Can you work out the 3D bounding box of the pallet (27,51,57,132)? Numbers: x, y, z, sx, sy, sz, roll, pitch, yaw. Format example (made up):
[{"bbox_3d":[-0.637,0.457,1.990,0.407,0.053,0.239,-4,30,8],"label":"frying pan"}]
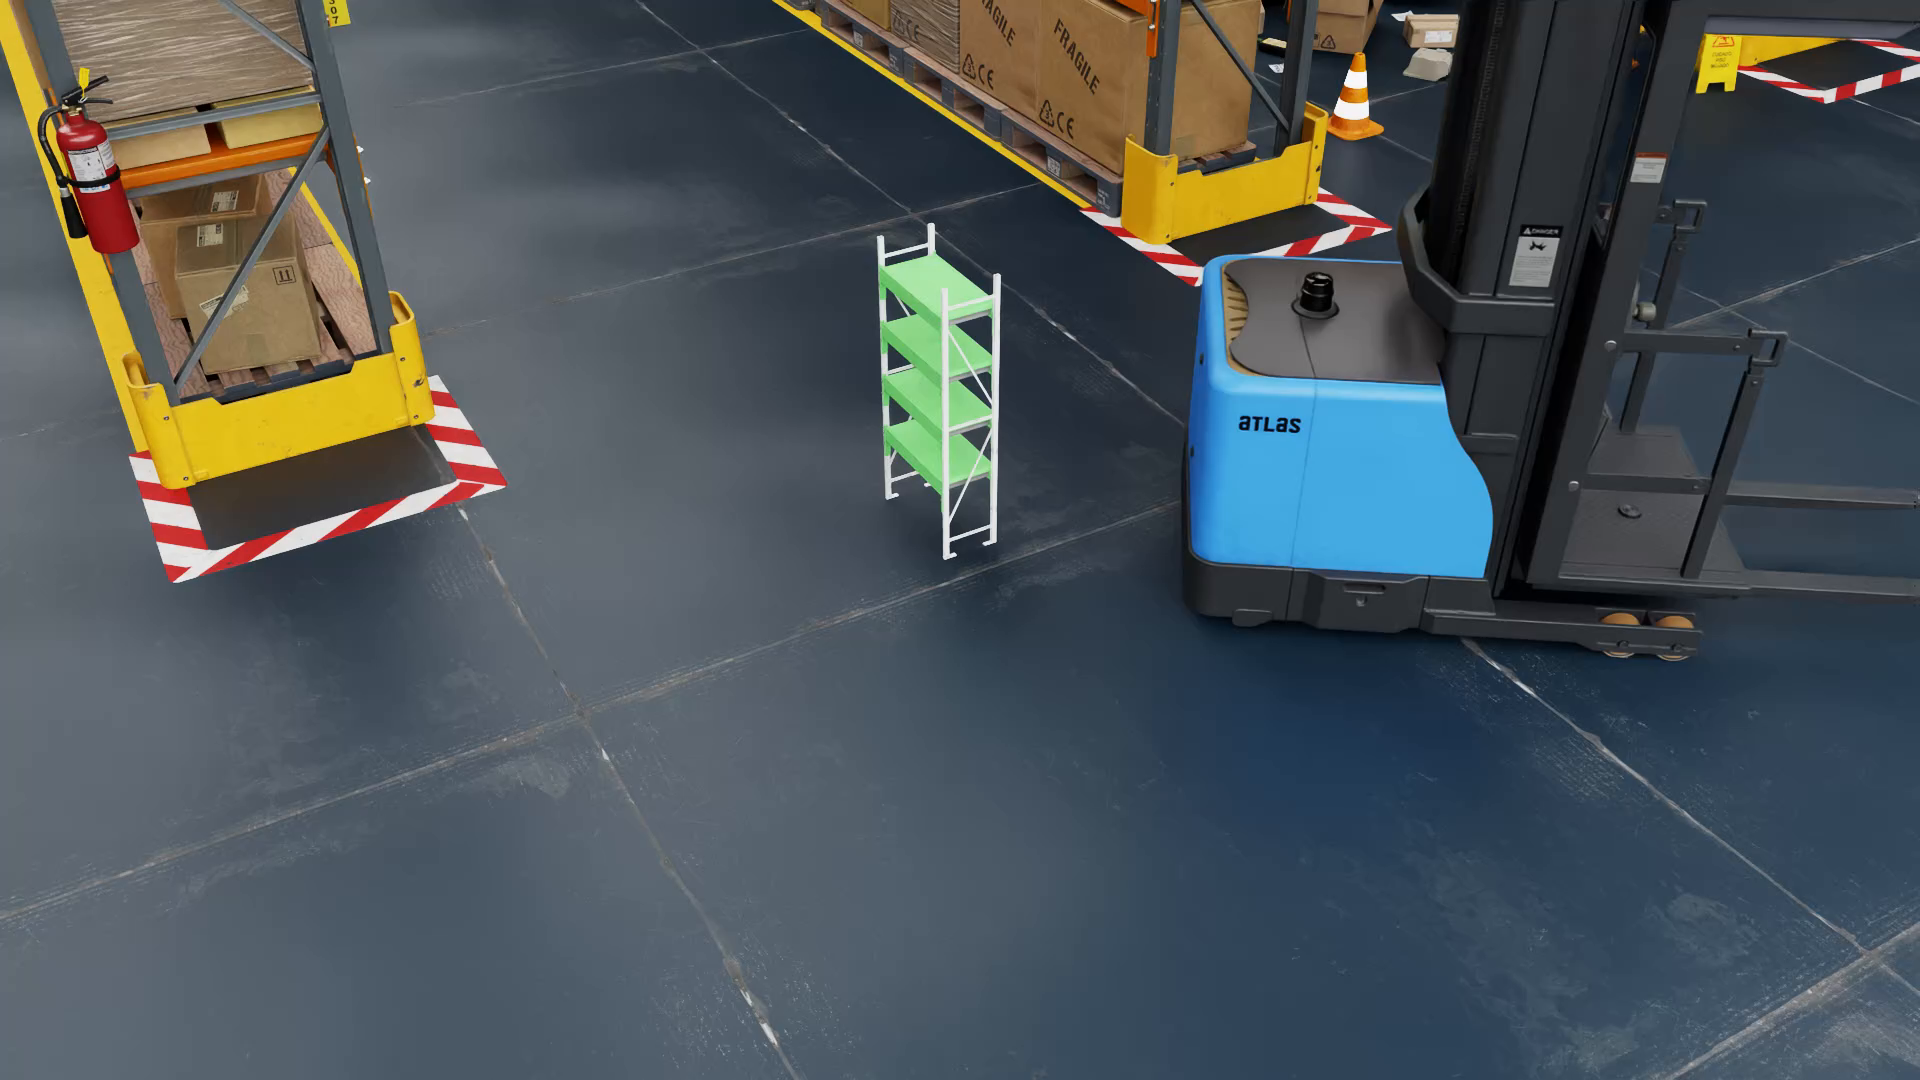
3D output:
[{"bbox_3d":[-5.306,-2.944,10.602,1.003,0.211,1.213,-19,40,-24],"label":"pallet"}]

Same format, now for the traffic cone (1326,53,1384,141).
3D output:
[{"bbox_3d":[2.396,-2.719,10.080,0.336,0.463,0.334,-19,40,-24],"label":"traffic cone"}]

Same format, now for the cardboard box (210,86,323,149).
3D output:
[{"bbox_3d":[-2.841,-1.748,6.813,0.380,0.149,0.250,-19,40,-24],"label":"cardboard box"}]

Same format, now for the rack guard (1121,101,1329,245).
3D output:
[{"bbox_3d":[1.448,-2.030,9.106,1.175,0.500,0.348,-19,40,-24],"label":"rack guard"}]

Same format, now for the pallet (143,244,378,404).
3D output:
[{"bbox_3d":[-3.320,-0.971,7.901,1.003,0.211,1.213,-19,40,-24],"label":"pallet"}]

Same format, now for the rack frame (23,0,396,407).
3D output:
[{"bbox_3d":[-2.904,-1.634,6.443,1.000,3.000,0.127,-19,40,-24],"label":"rack frame"}]

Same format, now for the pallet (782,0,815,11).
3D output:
[{"bbox_3d":[-1.027,-4.337,12.509,1.003,0.211,1.213,-19,40,-24],"label":"pallet"}]

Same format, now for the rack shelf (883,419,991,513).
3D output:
[{"bbox_3d":[-0.083,-0.324,6.691,0.258,0.148,0.480,-19,40,-24],"label":"rack shelf"}]

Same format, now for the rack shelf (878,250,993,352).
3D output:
[{"bbox_3d":[-0.083,-0.905,6.266,0.258,0.148,0.480,-19,40,-24],"label":"rack shelf"}]

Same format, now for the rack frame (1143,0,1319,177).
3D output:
[{"bbox_3d":[1.435,-3.052,8.385,1.000,3.000,0.127,-19,40,-24],"label":"rack frame"}]

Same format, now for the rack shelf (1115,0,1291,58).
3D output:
[{"bbox_3d":[0.431,-3.781,9.994,1.077,0.370,4.000,-19,40,-24],"label":"rack shelf"}]

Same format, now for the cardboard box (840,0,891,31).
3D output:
[{"bbox_3d":[-0.319,-4.062,11.213,0.875,0.875,0.875,-18,40,-23],"label":"cardboard box"}]

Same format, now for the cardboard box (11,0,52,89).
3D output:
[{"bbox_3d":[-3.511,-2.302,7.022,0.875,0.500,0.500,-19,40,-24],"label":"cardboard box"}]

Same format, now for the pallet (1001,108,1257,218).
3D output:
[{"bbox_3d":[0.966,-2.310,9.734,1.003,0.211,1.213,-19,40,-24],"label":"pallet"}]

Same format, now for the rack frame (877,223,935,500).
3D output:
[{"bbox_3d":[-0.206,-0.693,6.682,0.240,1.200,0.015,-19,40,-24],"label":"rack frame"}]

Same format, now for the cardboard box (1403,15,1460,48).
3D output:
[{"bbox_3d":[3.260,-3.488,11.400,0.380,0.149,0.250,0,36,0],"label":"cardboard box"}]

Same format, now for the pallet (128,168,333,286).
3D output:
[{"bbox_3d":[-3.929,-1.593,8.751,1.003,0.211,1.213,-19,40,-24],"label":"pallet"}]

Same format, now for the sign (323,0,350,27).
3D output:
[{"bbox_3d":[-2.435,-2.144,6.408,0.100,0.325,0.005,-19,40,-24],"label":"sign"}]

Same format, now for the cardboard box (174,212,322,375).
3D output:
[{"bbox_3d":[-3.203,-1.117,7.500,0.500,0.500,0.500,-12,38,-16],"label":"cardboard box"}]

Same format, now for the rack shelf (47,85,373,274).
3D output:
[{"bbox_3d":[-3.909,-2.363,8.052,1.077,0.370,4.000,-19,40,-24],"label":"rack shelf"}]

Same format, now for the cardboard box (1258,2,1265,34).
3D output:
[{"bbox_3d":[1.882,-3.657,11.532,0.396,0.266,0.258,-12,38,-16],"label":"cardboard box"}]

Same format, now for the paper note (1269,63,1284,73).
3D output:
[{"bbox_3d":[2.137,-3.134,11.016,0.144,0.017,0.142,-6,37,-8],"label":"paper note"}]

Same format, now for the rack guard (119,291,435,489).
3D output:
[{"bbox_3d":[-2.942,-0.663,7.234,1.175,0.500,0.348,-19,40,-24],"label":"rack guard"}]

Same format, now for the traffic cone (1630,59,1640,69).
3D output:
[{"bbox_3d":[4.333,-3.383,10.989,0.336,0.463,0.334,-19,40,-24],"label":"traffic cone"}]

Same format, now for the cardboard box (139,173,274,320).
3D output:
[{"bbox_3d":[-3.533,-1.412,7.903,0.500,0.500,0.500,-9,37,-12],"label":"cardboard box"}]

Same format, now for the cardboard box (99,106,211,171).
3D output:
[{"bbox_3d":[-3.226,-1.616,6.633,0.380,0.149,0.250,-19,40,-24],"label":"cardboard box"}]

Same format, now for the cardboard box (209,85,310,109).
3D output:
[{"bbox_3d":[-2.950,-1.881,6.996,0.380,0.149,0.250,-19,40,-24],"label":"cardboard box"}]

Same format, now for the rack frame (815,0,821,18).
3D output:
[{"bbox_3d":[-0.574,-5.092,11.178,1.000,3.000,0.127,-19,40,-24],"label":"rack frame"}]

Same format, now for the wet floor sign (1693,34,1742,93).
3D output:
[{"bbox_3d":[4.835,-3.205,10.592,0.267,0.644,0.232,-6,37,-8],"label":"wet floor sign"}]

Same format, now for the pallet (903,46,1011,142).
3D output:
[{"bbox_3d":[0.357,-2.932,10.585,1.003,0.211,1.213,-19,40,-24],"label":"pallet"}]

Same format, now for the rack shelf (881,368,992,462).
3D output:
[{"bbox_3d":[-0.083,-0.517,6.549,0.258,0.148,0.480,-19,40,-24],"label":"rack shelf"}]

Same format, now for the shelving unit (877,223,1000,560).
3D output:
[{"bbox_3d":[-0.083,-0.569,6.512,0.258,1.200,0.503,-19,40,-24],"label":"shelving unit"}]

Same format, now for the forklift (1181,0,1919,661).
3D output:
[{"bbox_3d":[2.398,-1.068,5.727,3.031,2.935,1.130,3,36,4],"label":"forklift"}]

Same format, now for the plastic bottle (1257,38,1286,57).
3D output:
[{"bbox_3d":[2.124,-3.352,11.288,0.283,0.061,0.133,26,44,31],"label":"plastic bottle"}]

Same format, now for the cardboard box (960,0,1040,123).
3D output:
[{"bbox_3d":[0.594,-3.138,9.948,0.875,0.875,0.875,-20,40,-25],"label":"cardboard box"}]

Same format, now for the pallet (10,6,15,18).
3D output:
[{"bbox_3d":[-6.532,-4.188,12.306,1.003,0.211,1.213,-19,40,-24],"label":"pallet"}]

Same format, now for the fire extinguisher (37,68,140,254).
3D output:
[{"bbox_3d":[-3.245,-1.407,6.199,0.296,0.674,0.183,-19,40,-24],"label":"fire extinguisher"}]

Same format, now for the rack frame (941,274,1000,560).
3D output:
[{"bbox_3d":[0.039,-0.445,6.341,0.240,1.200,0.015,-19,40,-24],"label":"rack frame"}]

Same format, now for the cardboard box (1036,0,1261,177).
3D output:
[{"bbox_3d":[1.038,-2.690,9.335,0.875,0.875,0.875,-19,40,-24],"label":"cardboard box"}]

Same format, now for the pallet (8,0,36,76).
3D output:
[{"bbox_3d":[-5.923,-3.567,11.455,1.003,0.211,1.213,-19,40,-24],"label":"pallet"}]

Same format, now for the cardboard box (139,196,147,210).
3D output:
[{"bbox_3d":[-3.831,-1.737,8.348,0.500,0.500,0.500,-15,39,-20],"label":"cardboard box"}]

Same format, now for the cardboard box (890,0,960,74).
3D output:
[{"bbox_3d":[0.137,-3.603,10.586,0.875,0.875,0.875,-19,40,-24],"label":"cardboard box"}]

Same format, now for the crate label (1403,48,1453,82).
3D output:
[{"bbox_3d":[3.096,-3.131,10.921,0.298,0.136,0.250,19,40,24],"label":"crate label"}]

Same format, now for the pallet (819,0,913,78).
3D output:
[{"bbox_3d":[-0.260,-3.555,11.438,1.003,0.211,1.213,-19,40,-24],"label":"pallet"}]

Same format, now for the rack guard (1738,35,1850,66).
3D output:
[{"bbox_3d":[5.626,-3.599,11.254,1.175,0.500,0.348,-19,40,-24],"label":"rack guard"}]

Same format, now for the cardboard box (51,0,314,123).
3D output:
[{"bbox_3d":[-3.156,-2.083,6.721,0.875,0.500,0.500,-19,40,-24],"label":"cardboard box"}]

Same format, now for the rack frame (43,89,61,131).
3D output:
[{"bbox_3d":[-4.914,-3.673,9.236,1.000,3.000,0.127,-19,40,-24],"label":"rack frame"}]

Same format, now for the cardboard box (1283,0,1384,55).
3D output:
[{"bbox_3d":[2.593,-3.708,11.400,0.637,0.503,0.797,12,38,16],"label":"cardboard box"}]

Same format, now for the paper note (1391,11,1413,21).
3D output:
[{"bbox_3d":[3.172,-3.736,11.850,0.148,0.019,0.142,-6,37,-8],"label":"paper note"}]

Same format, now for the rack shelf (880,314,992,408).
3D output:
[{"bbox_3d":[-0.083,-0.711,6.408,0.258,0.148,0.480,-19,40,-24],"label":"rack shelf"}]
